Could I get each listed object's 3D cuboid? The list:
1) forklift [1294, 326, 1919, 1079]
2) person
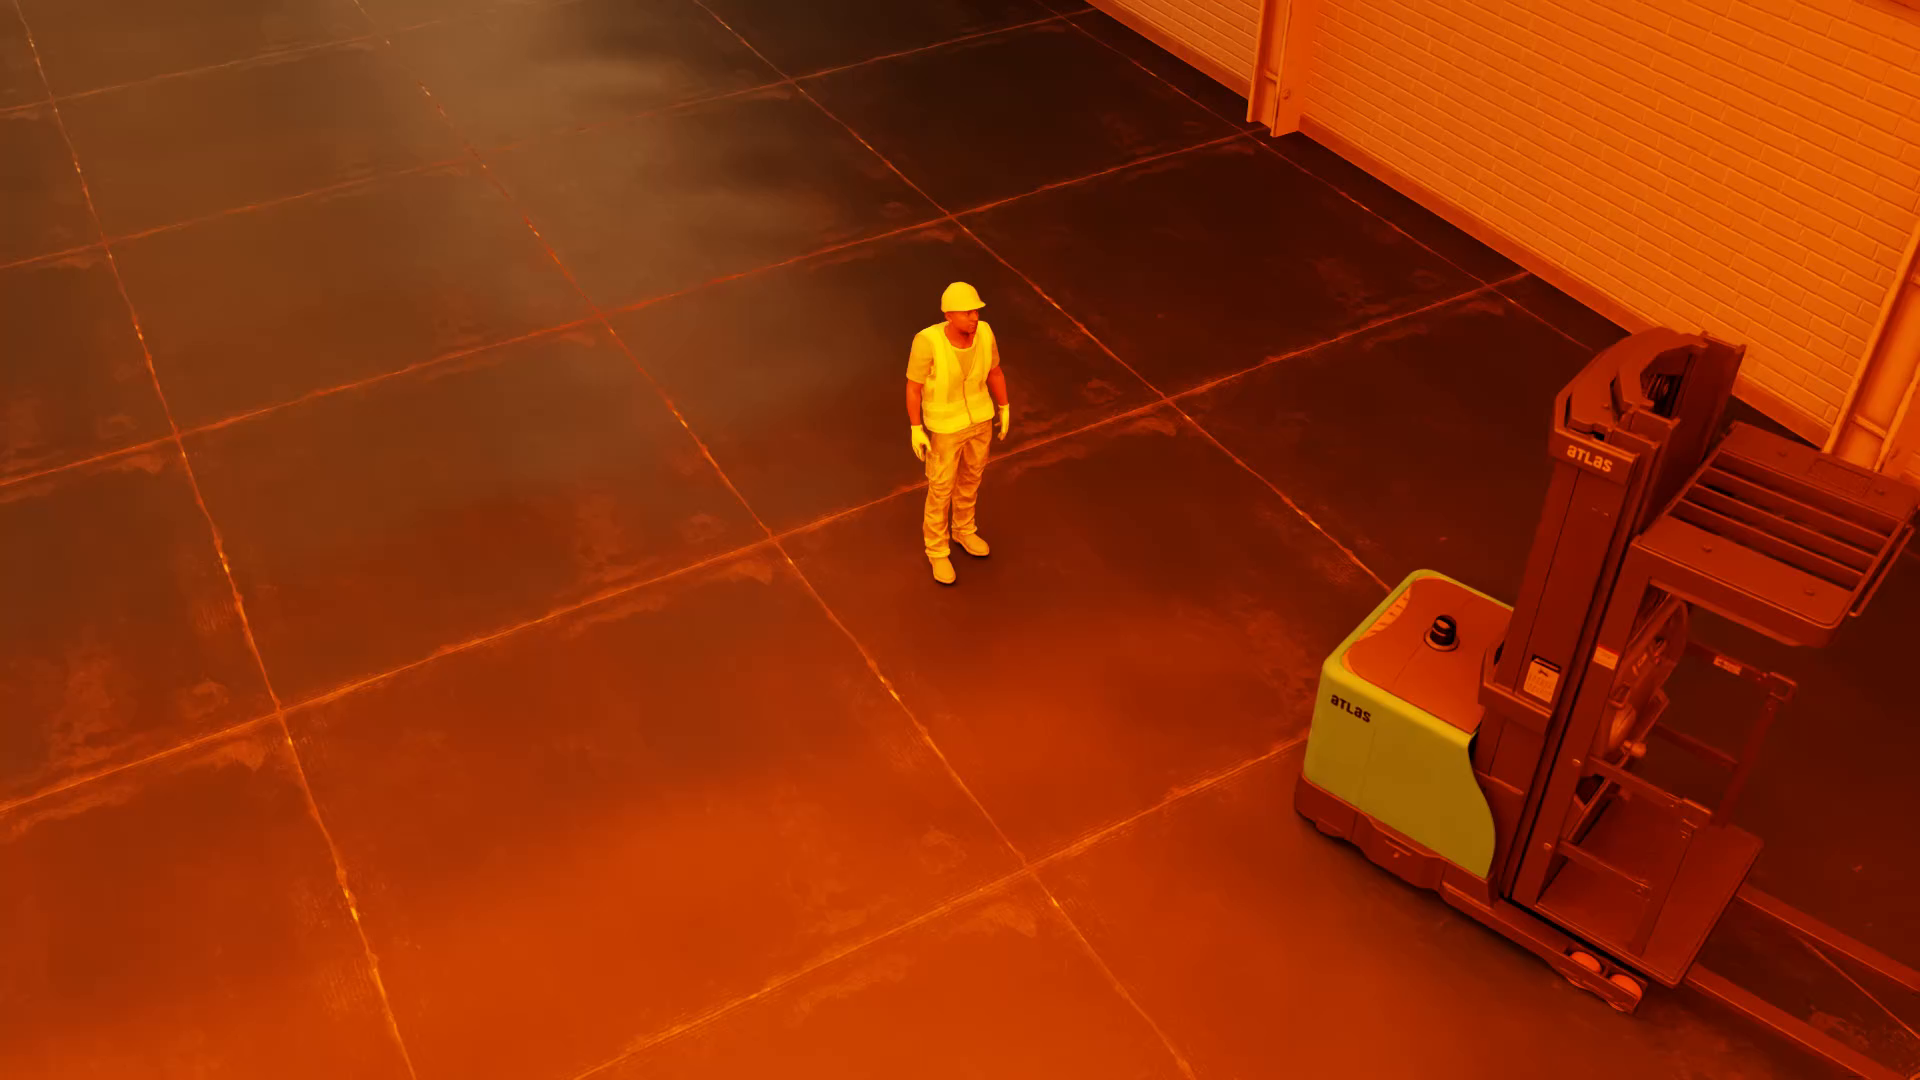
[{"bbox_3d":[3.172,0.667,7.232,3.031,2.935,1.130,29,47,30],"label":"forklift"},{"bbox_3d":[0.028,-0.648,9.708,0.656,1.777,0.577,-20,44,-23],"label":"person"}]
